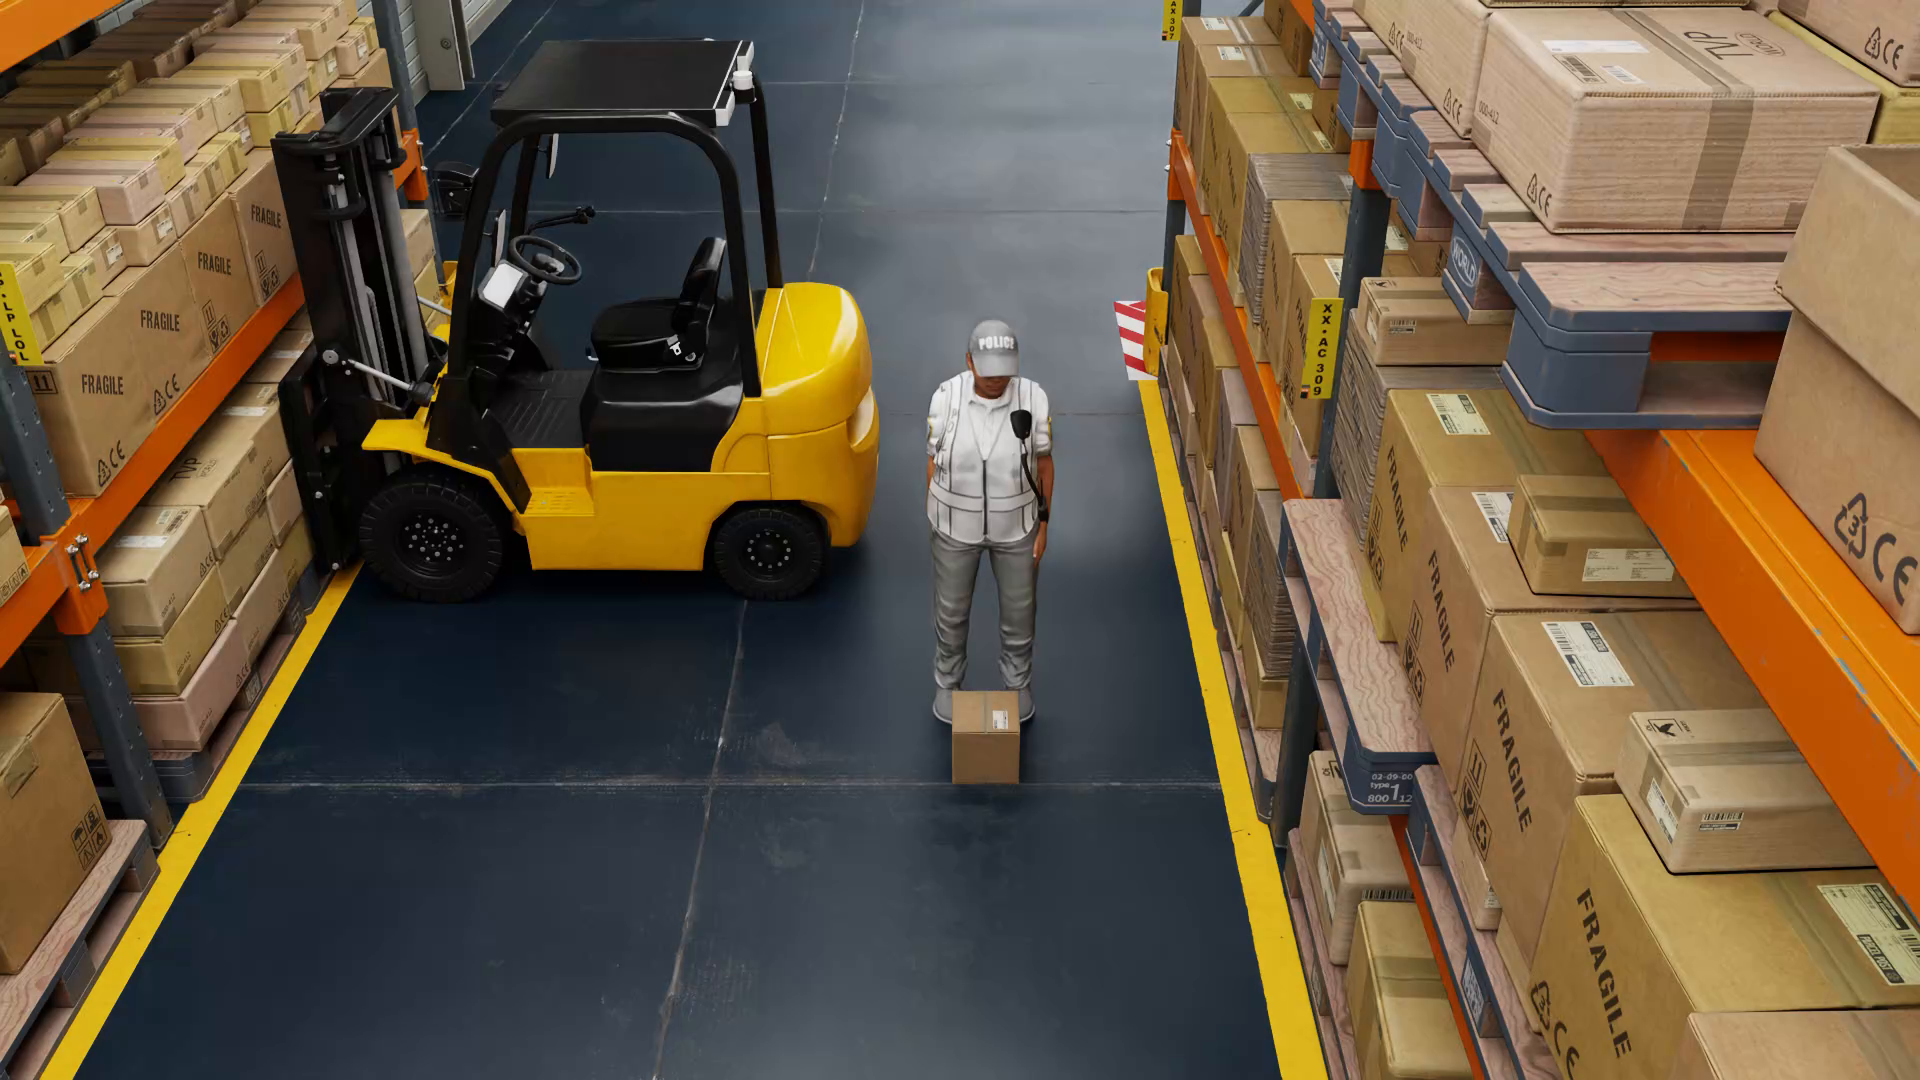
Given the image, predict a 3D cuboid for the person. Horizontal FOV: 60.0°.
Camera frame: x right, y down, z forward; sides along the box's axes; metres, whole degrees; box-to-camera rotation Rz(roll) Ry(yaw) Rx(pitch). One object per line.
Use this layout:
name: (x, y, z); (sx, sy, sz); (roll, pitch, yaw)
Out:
person: (0.113, -0.049, 6.222); (0.469, 1.661, 0.391); (0, 32, 0)
